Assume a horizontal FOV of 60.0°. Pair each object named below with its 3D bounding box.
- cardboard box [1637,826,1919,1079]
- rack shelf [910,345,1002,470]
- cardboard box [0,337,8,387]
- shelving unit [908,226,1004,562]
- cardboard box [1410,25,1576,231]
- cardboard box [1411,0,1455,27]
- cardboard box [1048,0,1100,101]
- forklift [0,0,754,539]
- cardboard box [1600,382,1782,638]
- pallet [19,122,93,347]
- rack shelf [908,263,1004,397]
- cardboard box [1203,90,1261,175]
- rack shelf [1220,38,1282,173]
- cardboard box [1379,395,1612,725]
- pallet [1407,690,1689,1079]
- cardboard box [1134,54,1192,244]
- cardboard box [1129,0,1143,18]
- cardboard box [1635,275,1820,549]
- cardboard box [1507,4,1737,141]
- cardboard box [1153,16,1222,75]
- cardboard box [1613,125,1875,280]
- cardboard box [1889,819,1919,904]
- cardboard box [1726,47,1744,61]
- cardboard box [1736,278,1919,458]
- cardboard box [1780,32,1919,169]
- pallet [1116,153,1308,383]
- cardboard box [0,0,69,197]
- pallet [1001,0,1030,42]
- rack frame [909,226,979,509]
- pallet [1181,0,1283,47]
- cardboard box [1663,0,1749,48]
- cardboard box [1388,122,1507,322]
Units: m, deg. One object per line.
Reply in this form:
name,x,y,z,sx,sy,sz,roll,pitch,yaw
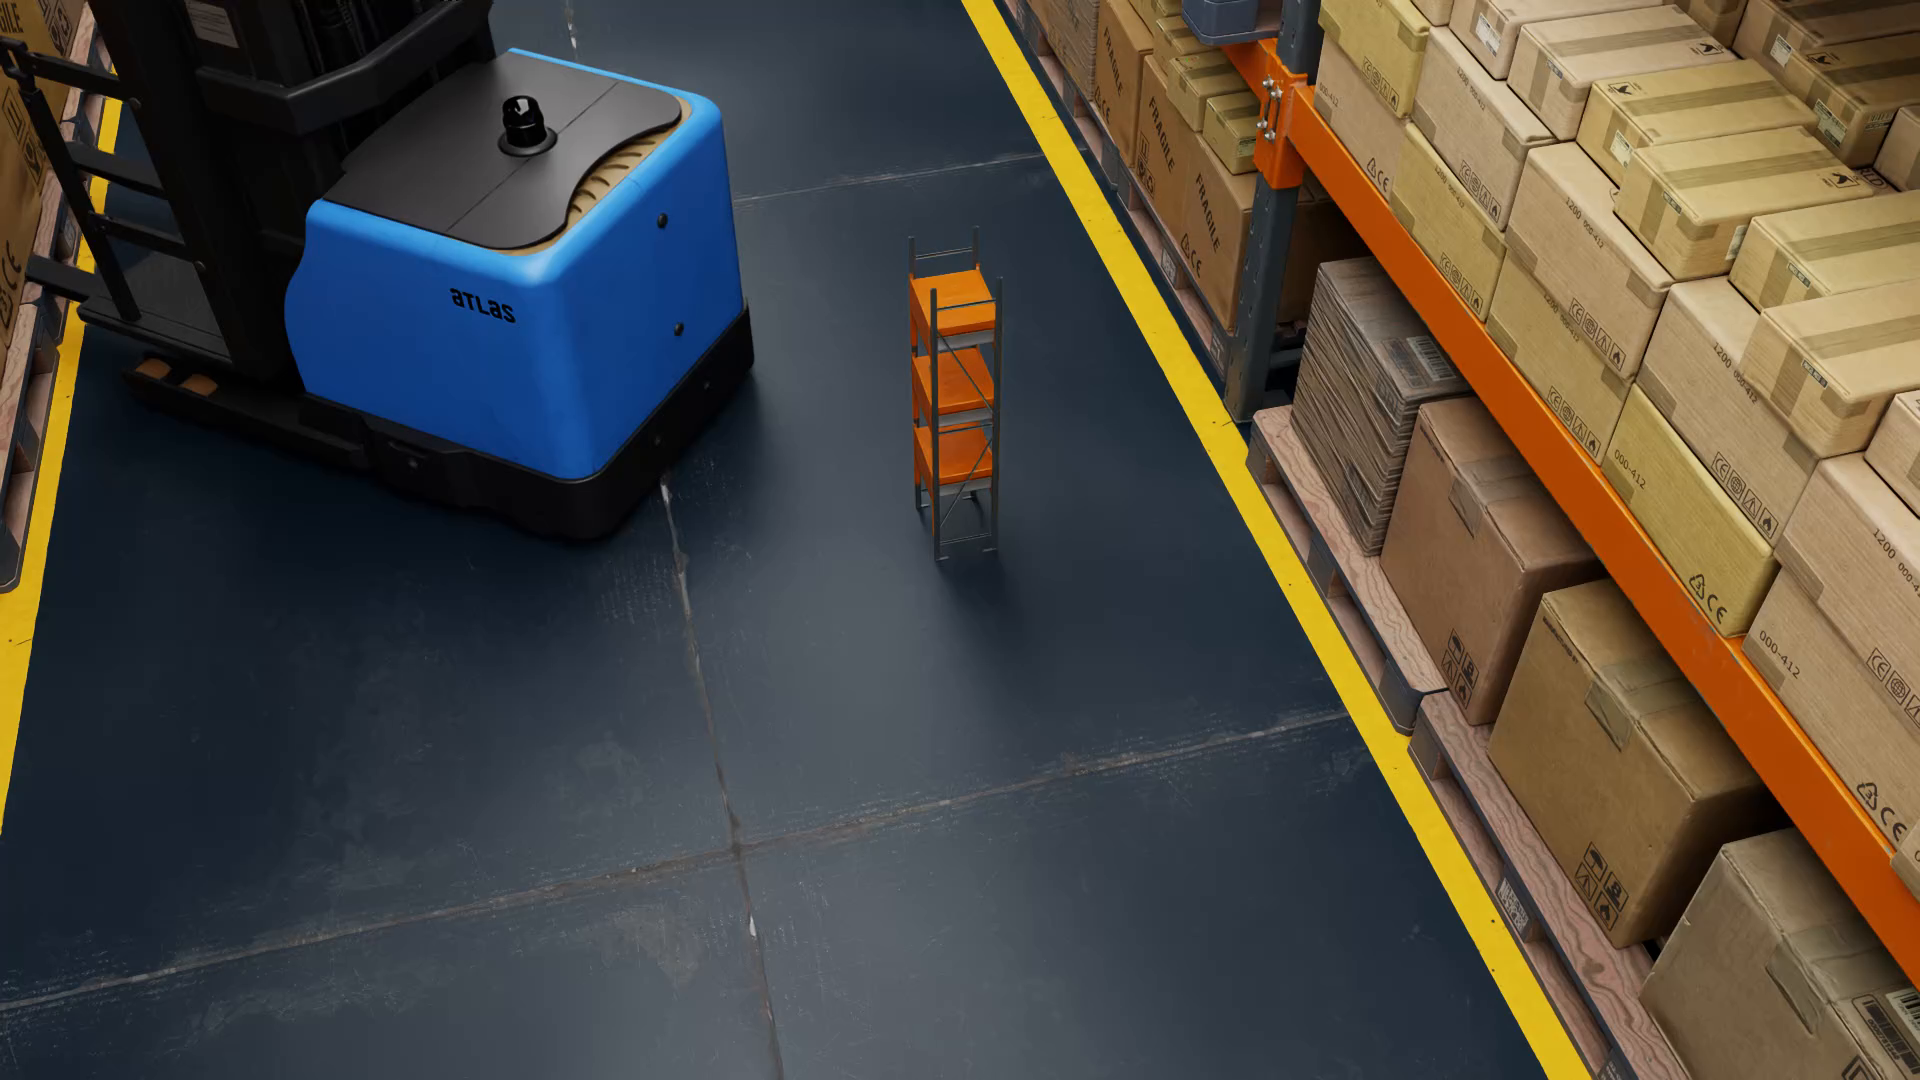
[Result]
cardboard box,2.089,0.981,3.557,0.875,0.625,0.625,-11,47,-11
rack shelf,-0.014,-0.397,4.919,0.215,0.259,0.240,-11,47,-10
cardboard box,-3.493,-0.554,4.887,0.875,0.875,0.875,-11,47,-11
shelving unit,-0.014,-0.404,4.911,0.215,1.050,0.252,-11,47,-10
cardboard box,1.406,-0.995,3.879,0.500,0.250,0.500,-9,46,-9
cardboard box,1.268,-1.373,3.971,0.380,0.149,0.250,-10,46,-9
cardboard box,0.679,-2.157,6.720,0.500,0.500,0.500,-12,47,-12
forklift,-2.273,-1.745,4.908,3.031,2.935,1.130,18,48,17
cardboard box,1.672,-0.105,3.357,0.500,0.250,0.500,-9,46,-9
pallet,-3.834,-1.082,6.162,1.003,0.211,1.213,-11,47,-10
rack shelf,-0.014,-0.596,4.716,0.215,0.259,0.240,-11,47,-10
cardboard box,1.030,-1.363,5.487,0.380,0.149,0.250,-13,47,-12
rack shelf,0.889,-2.698,6.298,1.077,0.370,4.000,-11,47,-10
cardboard box,1.722,-0.002,4.520,0.875,0.625,0.625,-9,46,-9
pallet,1.883,0.823,4.295,1.003,0.211,1.213,-11,47,-10
cardboard box,0.967,-1.441,6.018,0.500,0.500,0.500,-11,47,-11
cardboard box,0.817,-2.098,6.208,0.380,0.149,0.250,-11,47,-11
cardboard box,1.677,-0.282,3.181,0.500,0.250,0.500,-10,46,-10
cardboard box,1.437,-1.022,3.627,0.380,0.149,0.250,-10,46,-10
cardboard box,0.905,-1.735,5.852,0.380,0.149,0.250,-12,47,-12
cardboard box,1.539,-0.668,3.280,0.380,0.149,0.250,-10,46,-9
cardboard box,1.909,0.599,2.668,0.500,0.250,0.500,-11,47,-11
cardboard box,1.917,-1.079,3.963,0.500,0.250,0.500,-10,46,-10
cardboard box,1.624,-0.310,2.930,0.380,0.149,0.250,-12,47,-11
cardboard box,1.984,-0.942,3.549,0.380,0.149,0.250,-11,47,-11
pallet,1.246,-1.115,6.195,1.003,0.211,1.213,-11,47,-10
cardboard box,-3.945,-1.788,6.096,0.875,0.875,0.875,-9,46,-9
pallet,0.622,-2.800,7.846,1.003,0.211,1.213,-11,47,-10
rack frame,-0.045,-0.489,4.994,0.200,1.050,0.008,-11,47,-10
pallet,1.160,-1.957,5.202,1.213,0.211,1.003,-11,47,-10
cardboard box,1.862,-1.293,3.893,0.380,0.149,0.250,-11,47,-10
cardboard box,1.402,-0.817,4.056,0.500,0.250,0.500,-12,47,-11
